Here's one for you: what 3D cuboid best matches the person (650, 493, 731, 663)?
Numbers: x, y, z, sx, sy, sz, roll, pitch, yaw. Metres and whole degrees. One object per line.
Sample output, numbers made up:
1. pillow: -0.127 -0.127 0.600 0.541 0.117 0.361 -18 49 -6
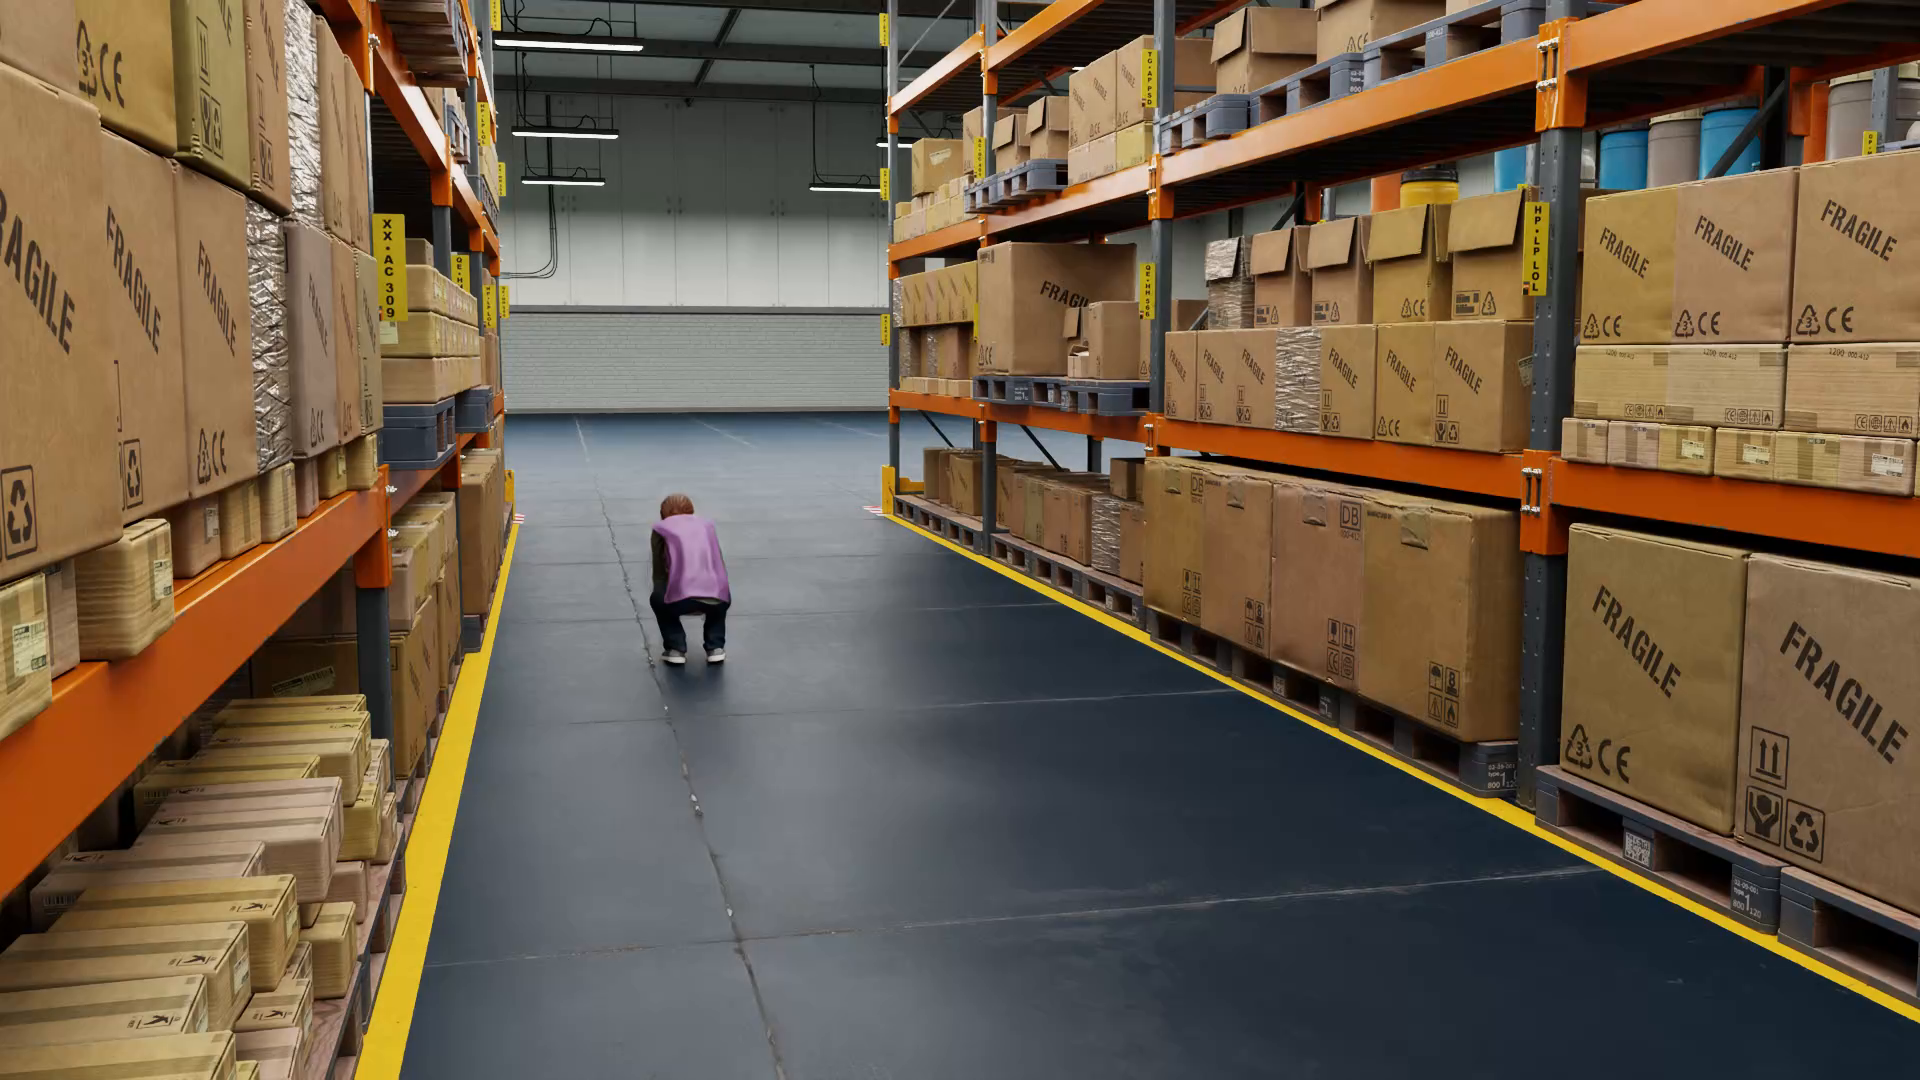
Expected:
1. person: -1.494 0.214 9.192 0.430 0.892 0.814 -2 7 -15
